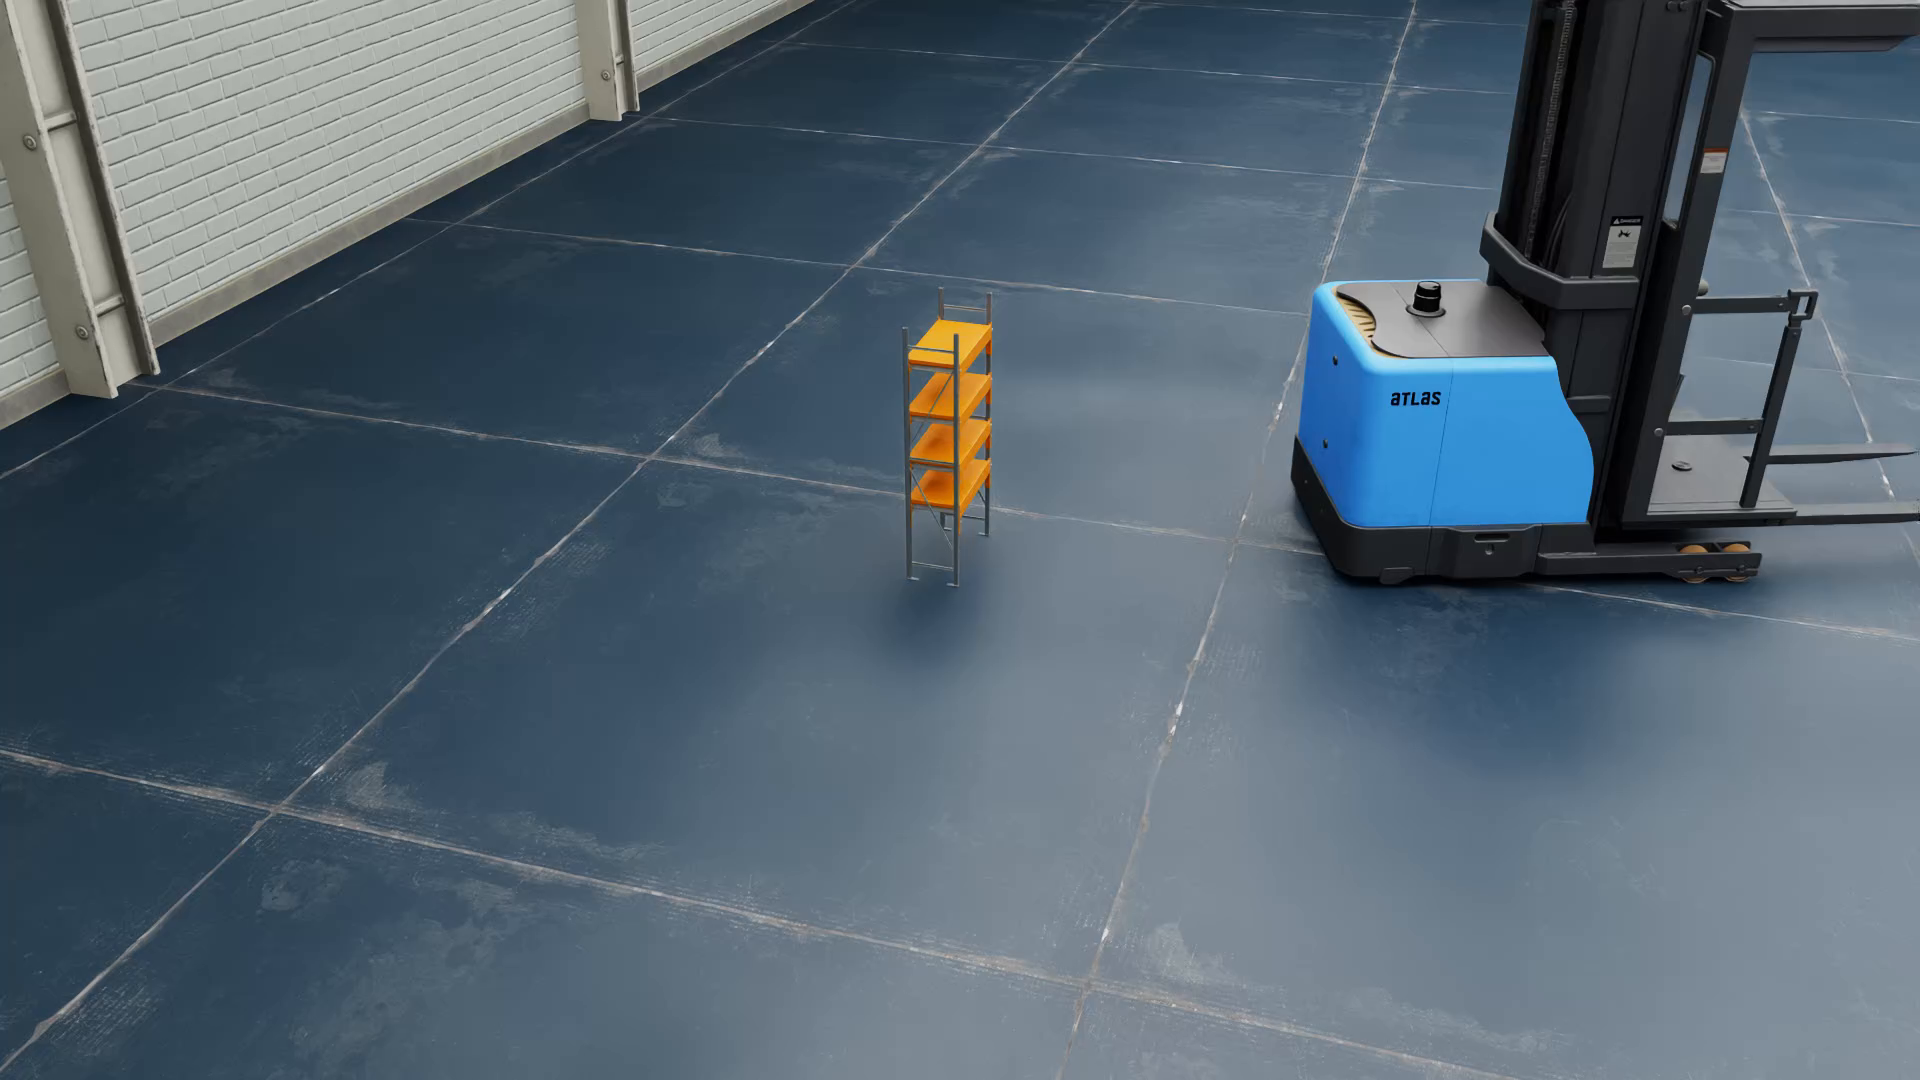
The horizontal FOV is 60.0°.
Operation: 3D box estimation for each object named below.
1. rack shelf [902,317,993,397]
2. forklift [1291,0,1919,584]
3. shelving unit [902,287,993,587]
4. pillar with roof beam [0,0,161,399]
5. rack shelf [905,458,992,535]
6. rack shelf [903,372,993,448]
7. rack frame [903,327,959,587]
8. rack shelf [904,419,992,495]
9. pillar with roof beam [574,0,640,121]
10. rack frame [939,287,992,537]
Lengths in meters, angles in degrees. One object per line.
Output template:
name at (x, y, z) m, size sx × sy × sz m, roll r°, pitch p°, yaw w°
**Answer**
rack shelf at (-0.049, -0.791, 7.129) m, size 0.258 × 0.148 × 0.480 m, roll 8°, pitch 30°, yaw 15°
forklift at (3.153, -1.346, 7.154) m, size 3.031 × 2.935 × 1.130 m, roll -1°, pitch 29°, yaw -3°
shelving unit at (-0.049, -0.447, 7.320) m, size 0.258 × 1.200 × 0.503 m, roll 8°, pitch 30°, yaw 15°
pillar with roof beam at (-0.639, -4.209, 6.059) m, size 9.100 × 9.000 × 0.400 m, roll 8°, pitch 30°, yaw 15°
rack shelf at (-0.049, -0.215, 7.449) m, size 0.258 × 0.148 × 0.480 m, roll 8°, pitch 30°, yaw 15°
rack shelf at (-0.049, -0.584, 7.244) m, size 0.258 × 0.148 × 0.480 m, roll 8°, pitch 30°, yaw 15°
rack frame at (-0.120, -0.334, 7.116) m, size 0.240 × 1.200 × 0.015 m, roll 8°, pitch 30°, yaw 15°
rack shelf at (-0.049, -0.389, 7.353) m, size 0.258 × 0.148 × 0.480 m, roll 8°, pitch 30°, yaw 15°
pillar with roof beam at (1.122, -6.997, 11.071) m, size 9.100 × 9.000 × 0.400 m, roll 8°, pitch 30°, yaw 15°
rack frame at (0.023, -0.561, 7.524) m, size 0.240 × 1.200 × 0.015 m, roll 8°, pitch 30°, yaw 15°
